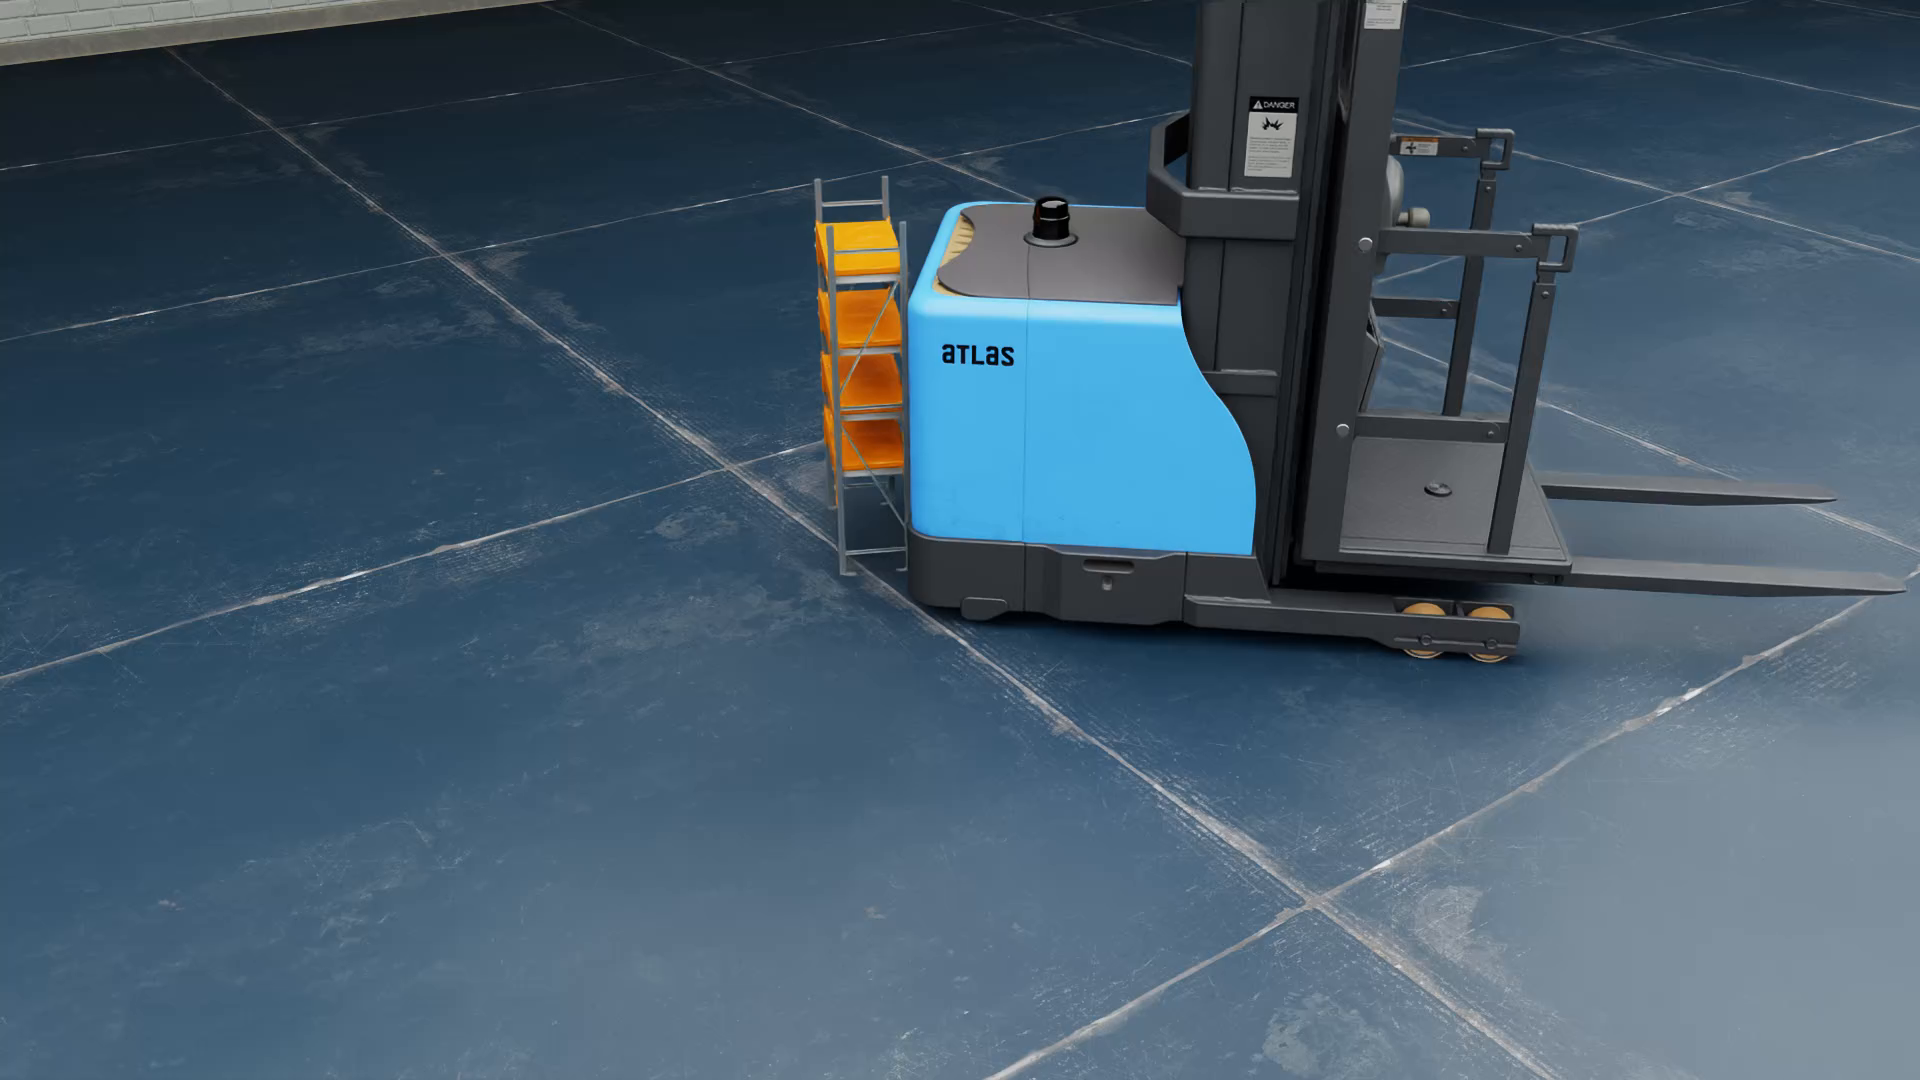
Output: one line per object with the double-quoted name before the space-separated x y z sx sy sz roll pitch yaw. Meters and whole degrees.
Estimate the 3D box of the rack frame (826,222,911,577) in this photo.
"rack frame" -0.280 -0.418 5.263 0.240 1.200 0.015 -4 29 -8

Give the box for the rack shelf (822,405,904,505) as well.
"rack shelf" -0.316 -0.300 5.601 0.258 0.148 0.480 -4 29 -8

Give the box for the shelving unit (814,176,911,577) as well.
"shelving unit" -0.316 -0.533 5.475 0.258 1.200 0.503 -4 29 -8

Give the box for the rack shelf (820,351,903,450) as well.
"rack shelf" -0.316 -0.474 5.507 0.258 0.148 0.480 -4 29 -8

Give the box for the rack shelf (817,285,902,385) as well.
"rack shelf" -0.316 -0.671 5.400 0.258 0.148 0.480 -4 29 -8

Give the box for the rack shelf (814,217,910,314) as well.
"rack shelf" -0.316 -0.878 5.287 0.258 0.148 0.480 -4 29 -8

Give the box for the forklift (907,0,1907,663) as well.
"forklift" 1.389 -1.185 4.860 3.031 2.935 1.130 3 29 6

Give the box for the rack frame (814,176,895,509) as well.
"rack frame" -0.353 -0.648 5.687 0.240 1.200 0.015 -4 29 -8
